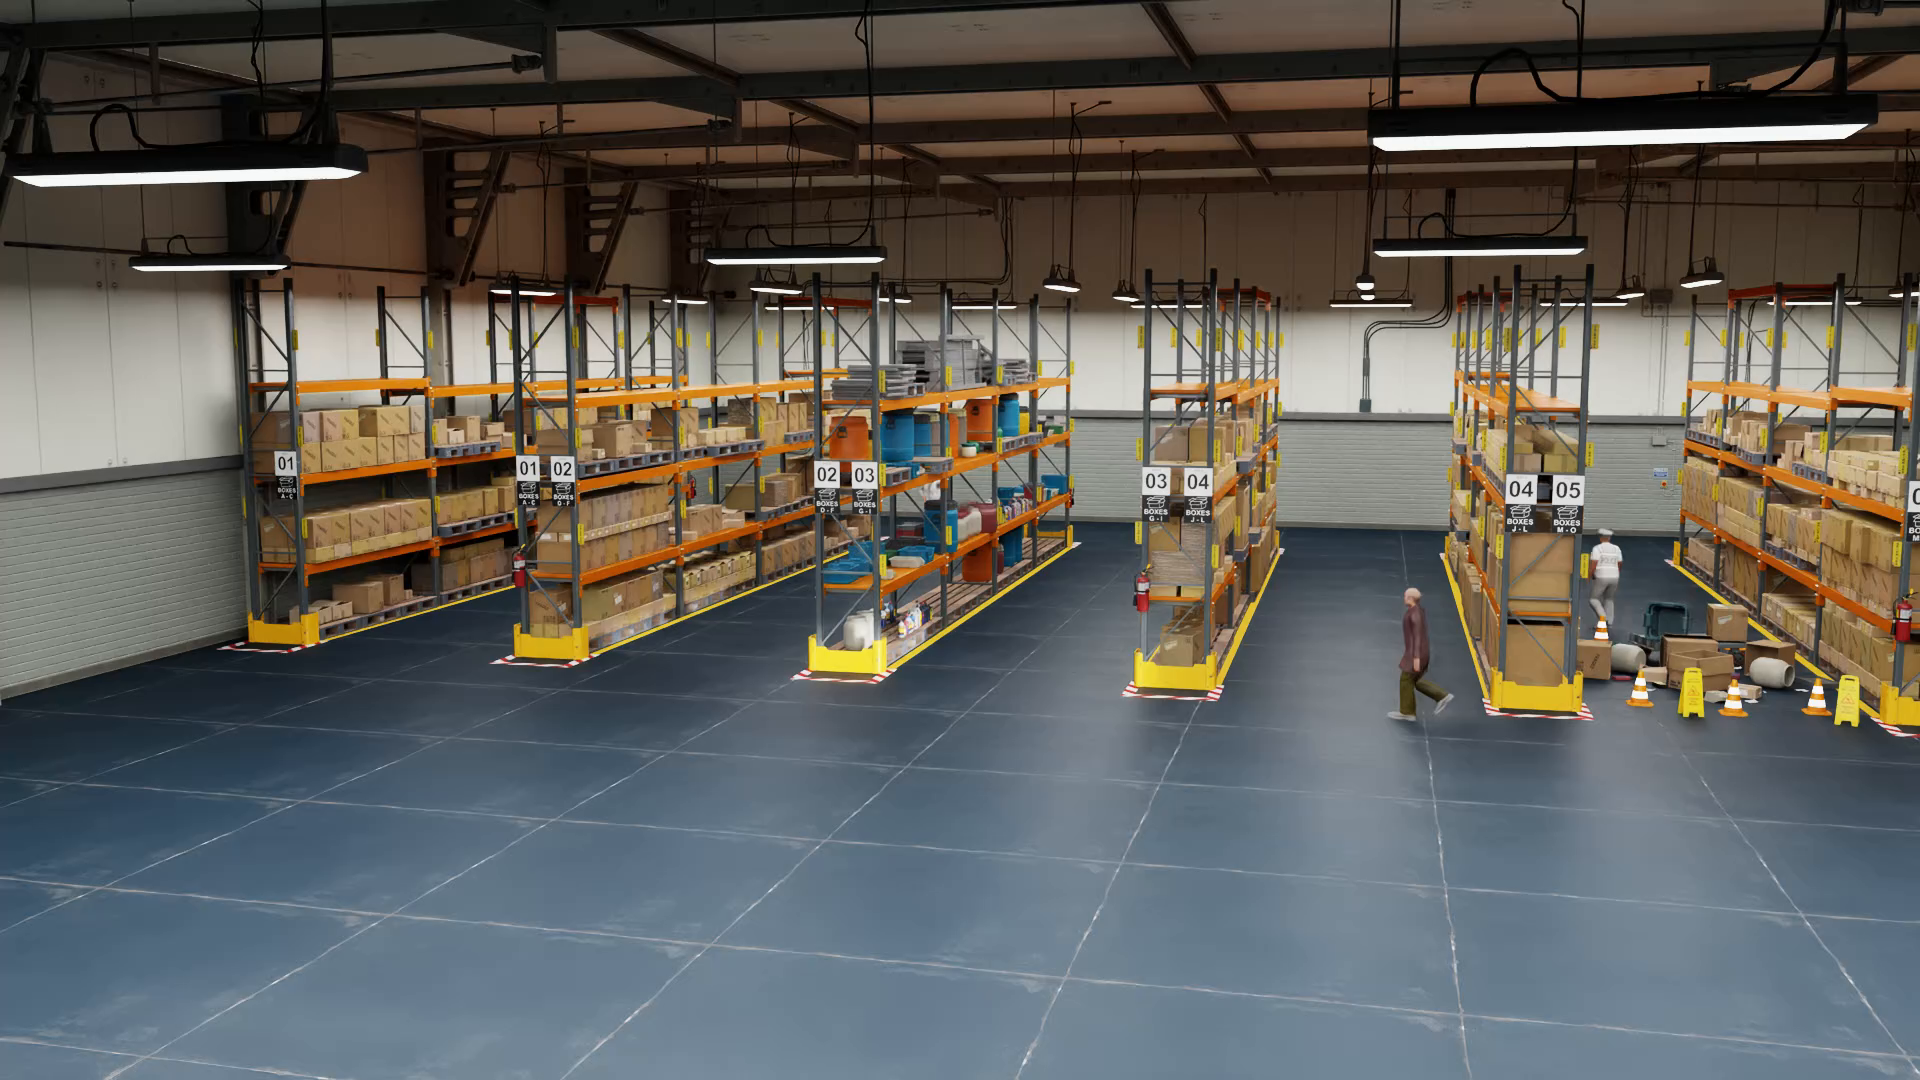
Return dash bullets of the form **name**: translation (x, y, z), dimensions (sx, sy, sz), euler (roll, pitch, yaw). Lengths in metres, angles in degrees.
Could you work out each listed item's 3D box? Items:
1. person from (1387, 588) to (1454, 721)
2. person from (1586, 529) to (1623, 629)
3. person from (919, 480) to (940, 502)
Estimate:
- **person**: translation (6.077, 1.504, 21.873), dimensions (0.839, 1.758, 0.592), euler (2, 7, 18)
- **person**: translation (11.277, 0.690, 28.998), dimensions (0.618, 1.724, 0.667), euler (-1, 7, -4)
- **person**: translation (-0.720, -1.049, 43.549), dimensions (0.663, 1.678, 0.733), euler (3, 7, 23)
